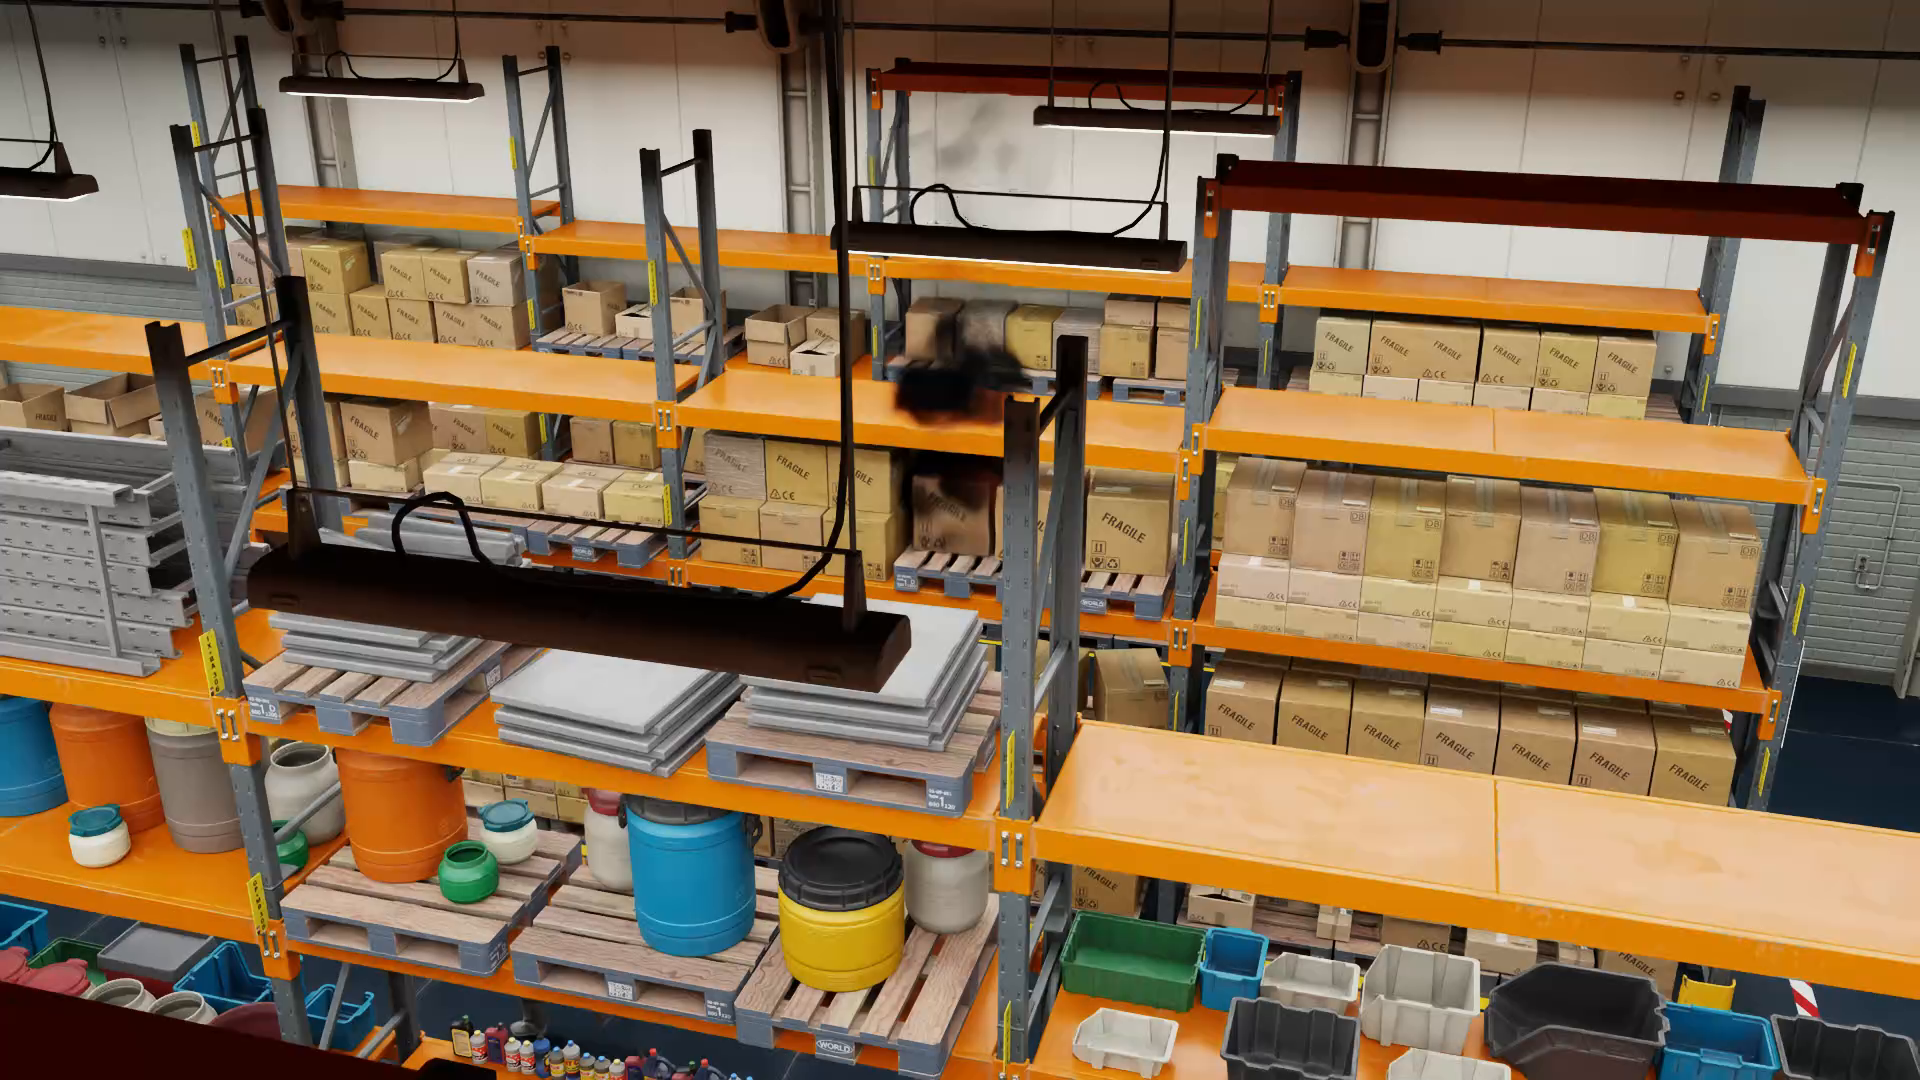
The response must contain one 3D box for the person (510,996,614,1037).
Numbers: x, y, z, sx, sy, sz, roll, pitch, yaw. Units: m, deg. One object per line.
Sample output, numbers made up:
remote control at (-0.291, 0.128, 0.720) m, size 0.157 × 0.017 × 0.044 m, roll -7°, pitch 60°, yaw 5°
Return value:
person at (-2.877, 2.837, 11.694) m, size 0.890 × 1.765 × 0.683 m, roll 5°, pitch 23°, yaw 12°
